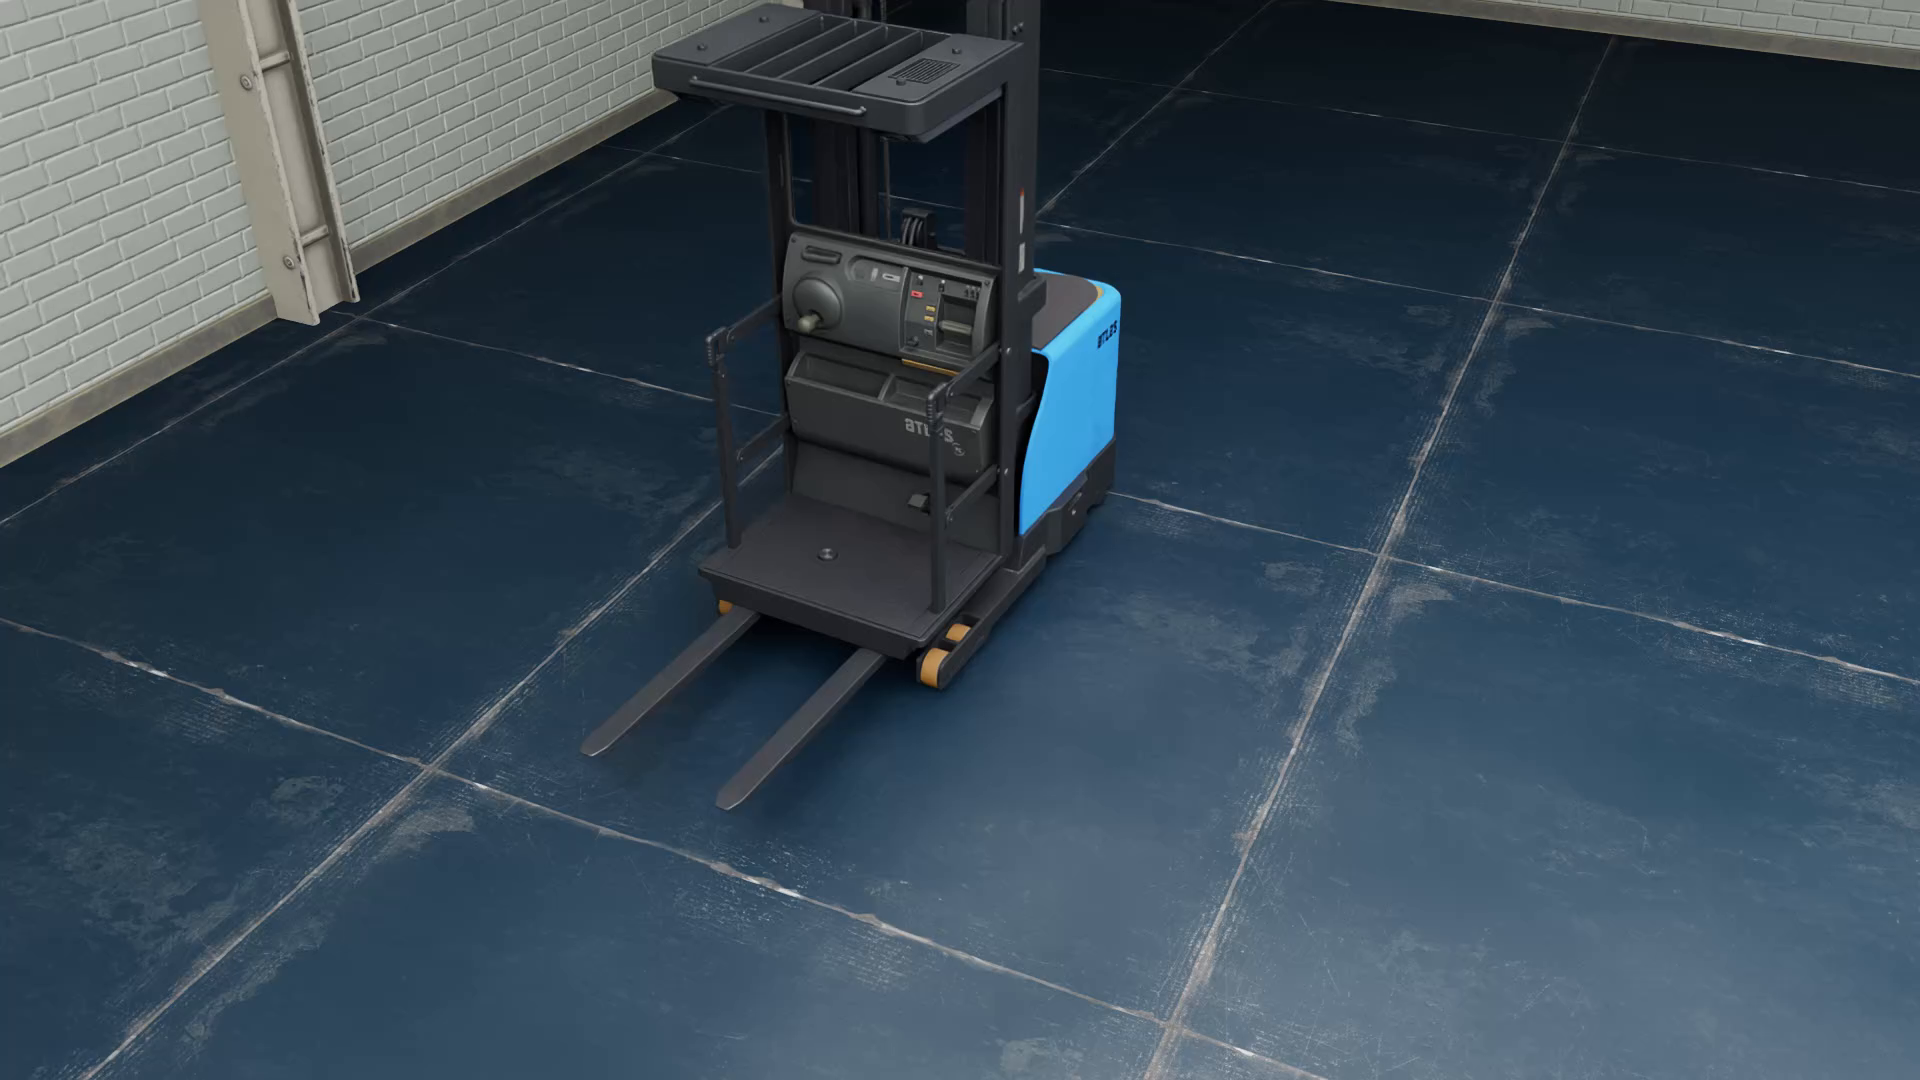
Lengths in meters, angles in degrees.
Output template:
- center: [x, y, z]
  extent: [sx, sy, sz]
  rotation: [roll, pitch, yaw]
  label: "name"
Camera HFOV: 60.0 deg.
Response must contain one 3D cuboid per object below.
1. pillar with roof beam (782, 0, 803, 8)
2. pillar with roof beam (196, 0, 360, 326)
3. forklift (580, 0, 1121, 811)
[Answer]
- center: [2.616, -7.140, 10.432]
  extent: [9.100, 9.000, 0.400]
  rotation: [14, 36, 20]
  label: "pillar with roof beam"
- center: [0.106, -4.152, 5.875]
  extent: [9.100, 9.000, 0.400]
  rotation: [14, 36, 20]
  label: "pillar with roof beam"
- center: [-0.395, -0.900, 6.449]
  extent: [1.130, 2.935, 3.031]
  rotation: [17, 37, 23]
  label: "forklift"
